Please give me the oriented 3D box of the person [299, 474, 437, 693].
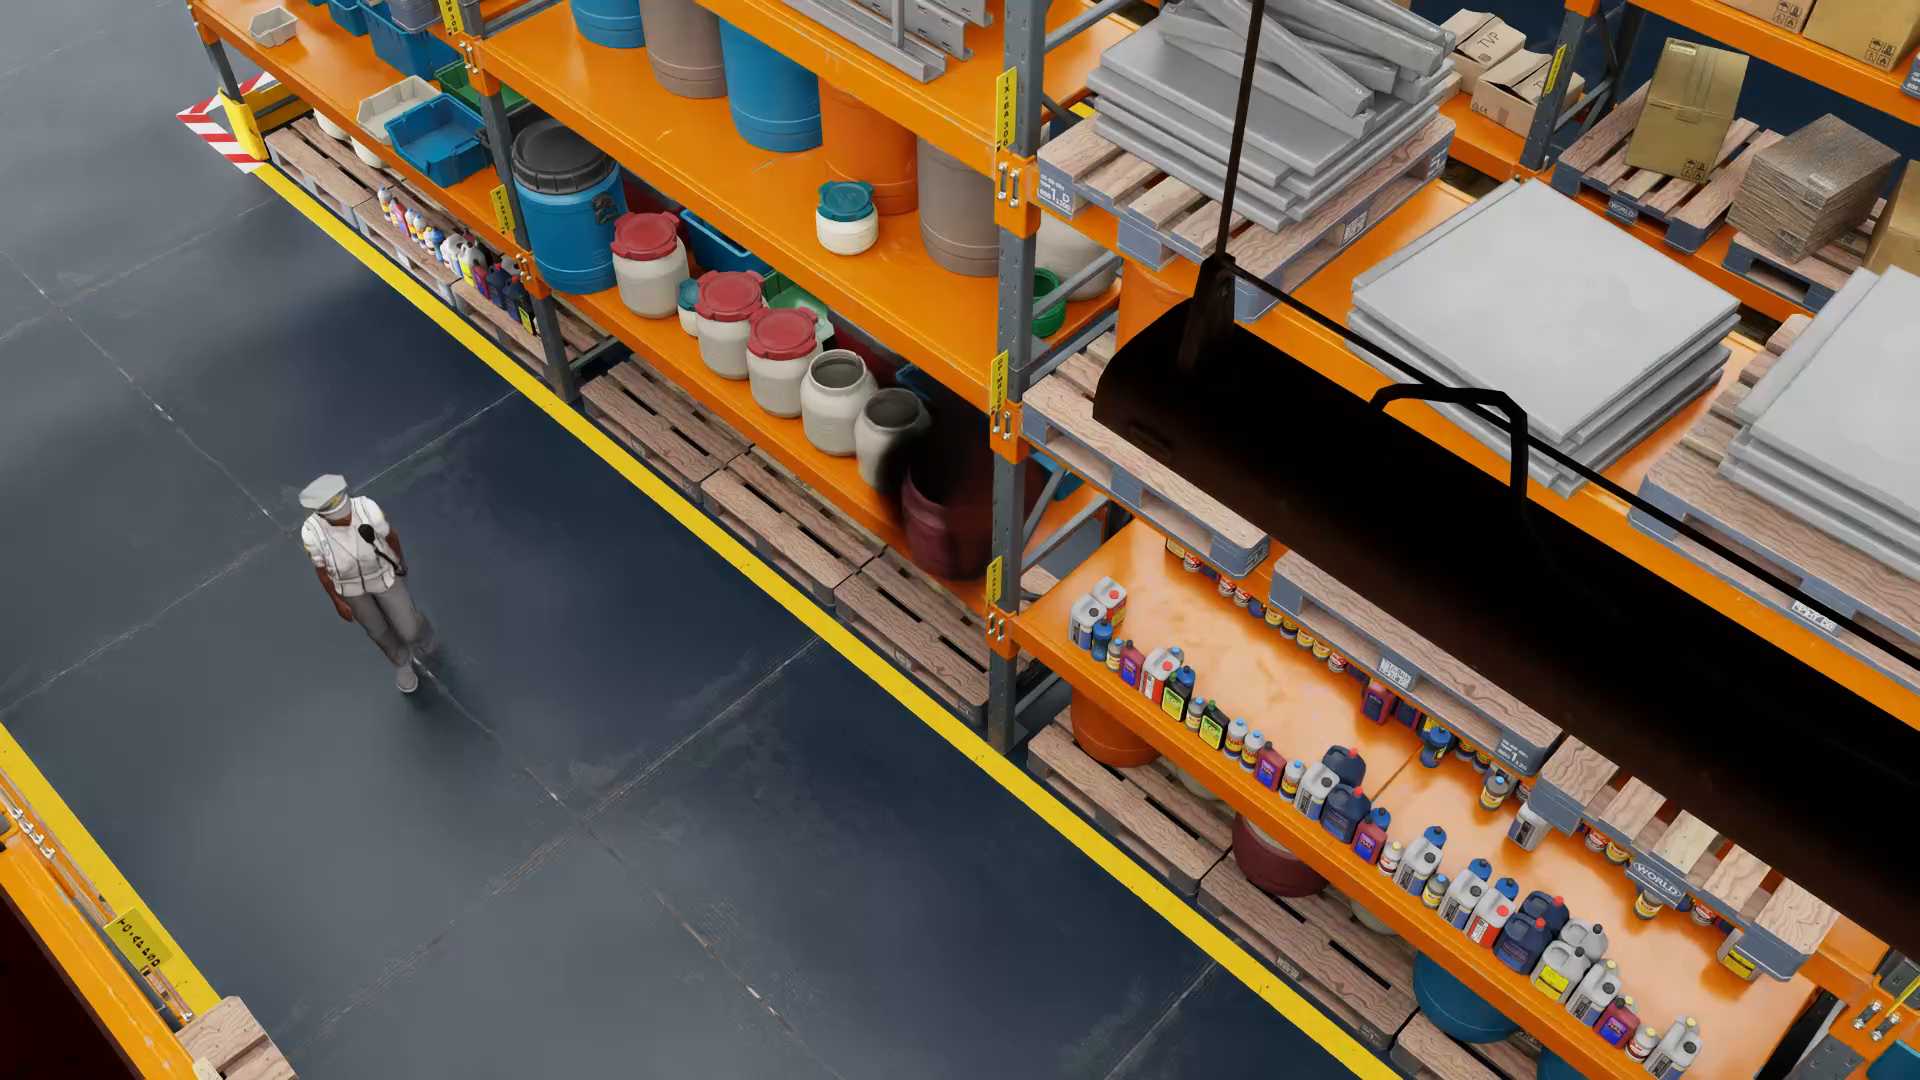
[{"bbox_3d":[-3.244,0.206,9.112,0.431,1.670,0.466,-8,50,-7],"label":"person"}]
